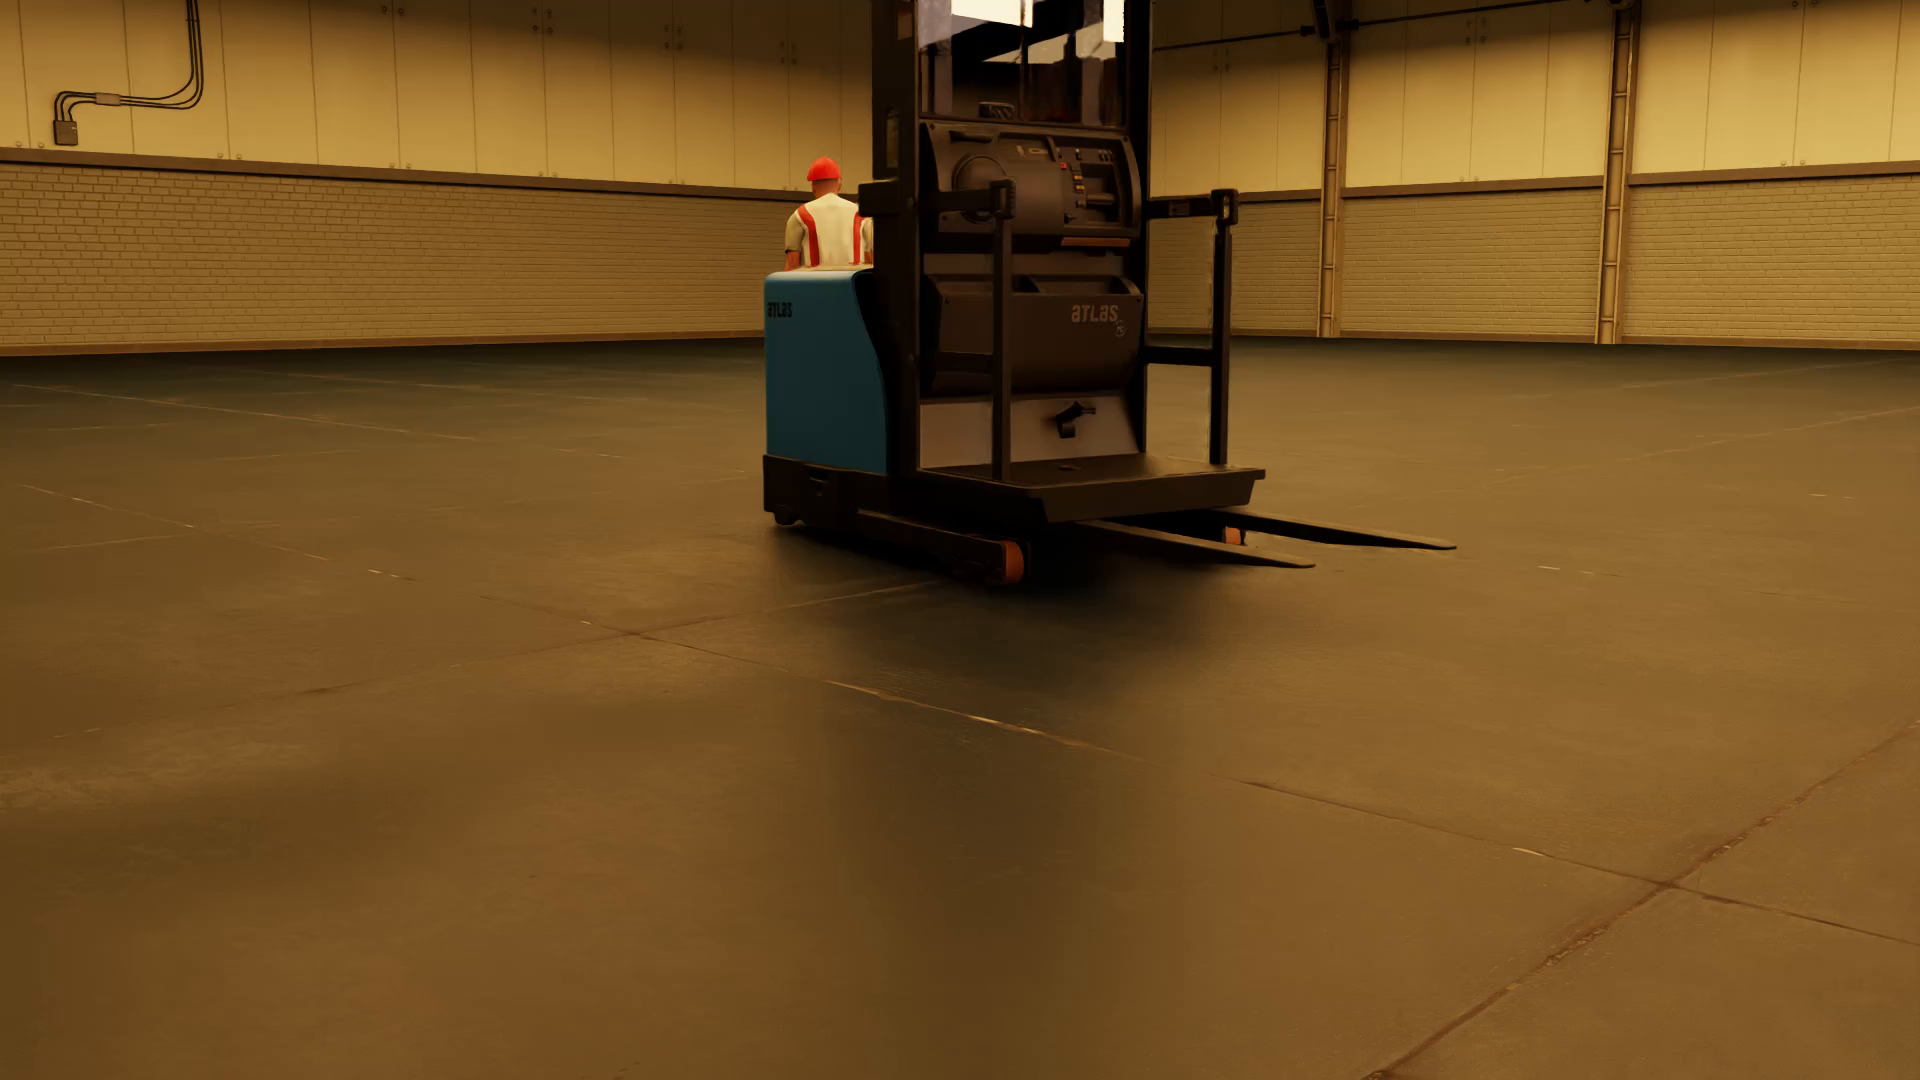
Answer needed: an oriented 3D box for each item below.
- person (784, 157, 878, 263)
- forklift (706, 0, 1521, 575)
[{"bbox_3d":[-0.765,-1.375,9.891,0.616,1.778,0.453,-2,9,-14],"label":"person"},{"bbox_3d":[0.565,-1.416,6.275,3.031,2.935,1.130,3,9,22],"label":"forklift"}]
